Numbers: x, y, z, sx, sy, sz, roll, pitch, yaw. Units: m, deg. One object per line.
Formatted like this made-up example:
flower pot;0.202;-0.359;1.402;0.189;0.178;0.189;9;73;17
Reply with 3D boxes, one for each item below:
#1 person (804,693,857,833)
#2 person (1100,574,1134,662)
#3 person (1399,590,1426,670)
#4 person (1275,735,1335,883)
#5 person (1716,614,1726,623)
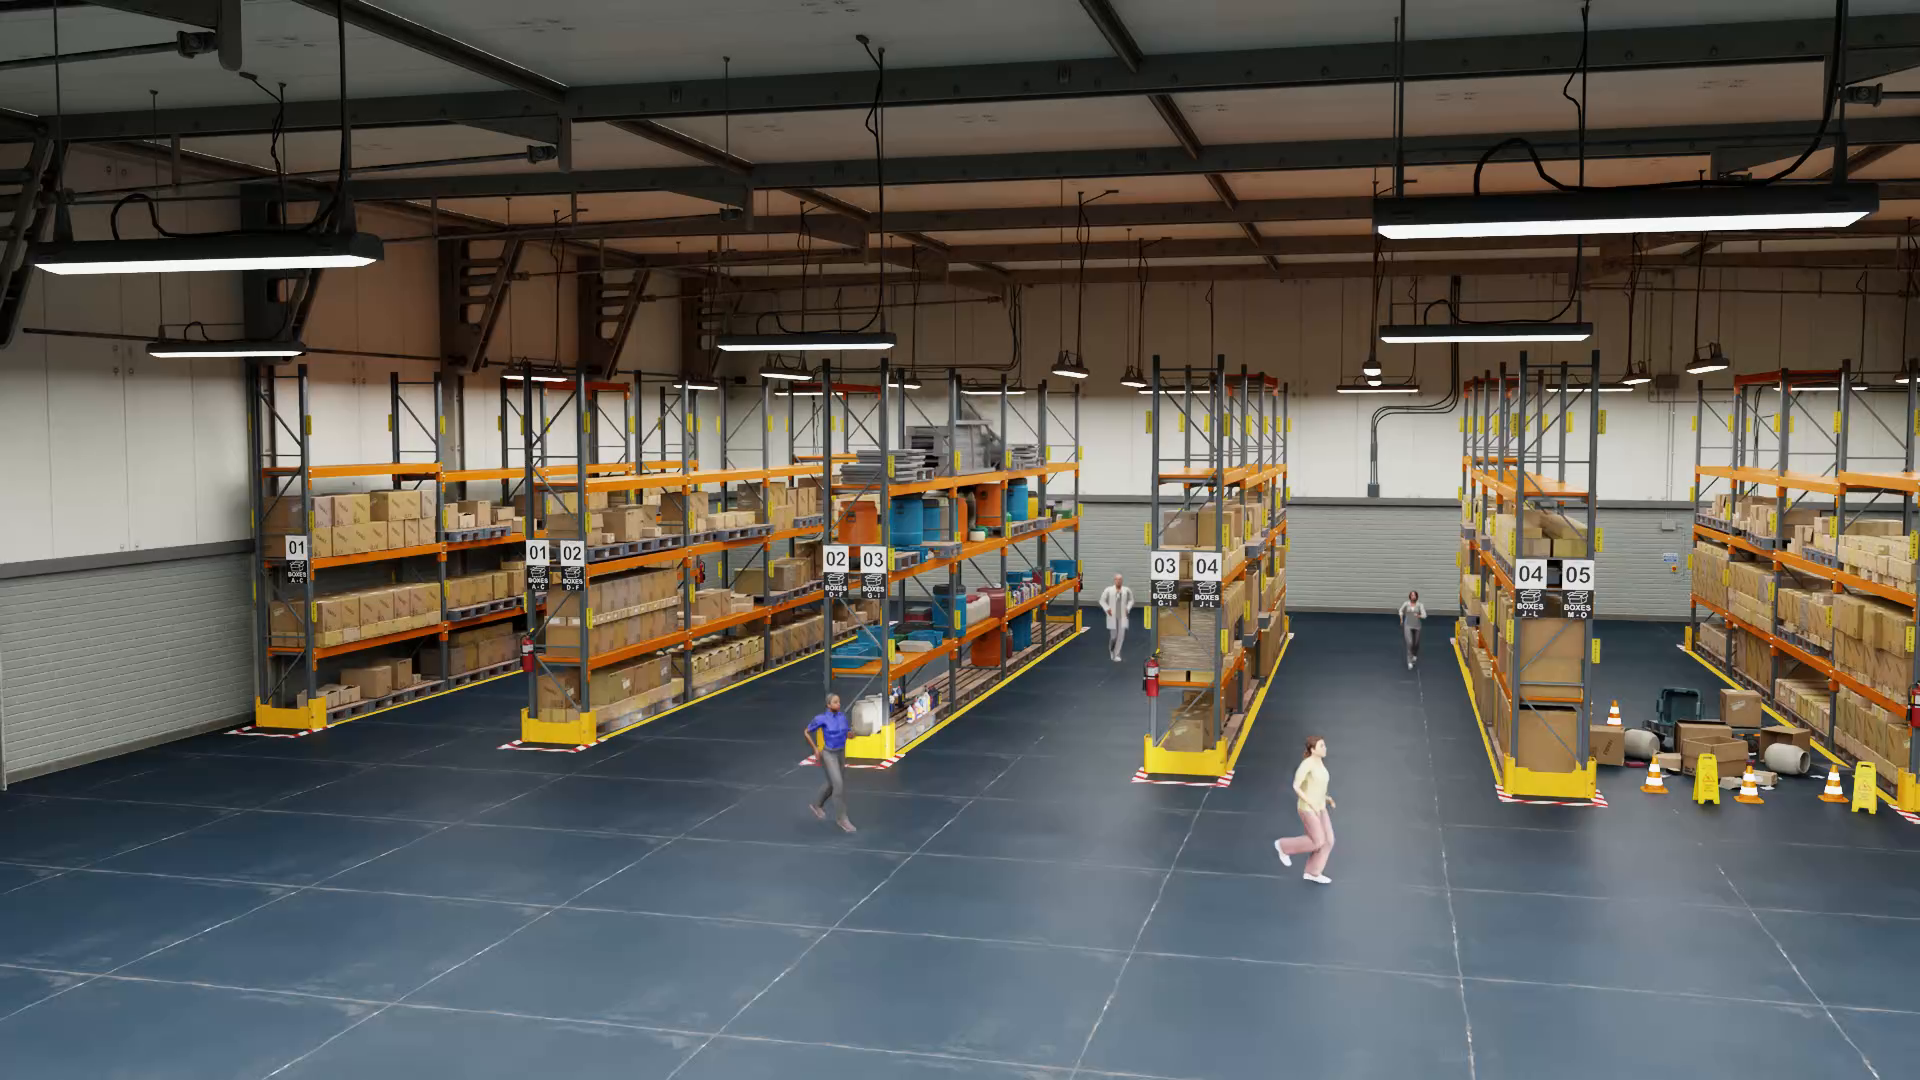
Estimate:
person;-1.579;2.734;20.664;0.867;1.682;0.562;3;5;38
person;3.150;1.553;33.274;0.699;1.747;0.748;0;4;-4
person;9.301;1.873;34.173;0.531;1.500;0.878;1;4;11
person;3.804;2.939;18.300;0.622;1.618;0.569;3;5;38
person;17.530;1.484;38.054;0.735;1.742;0.938;-4;5;-42
